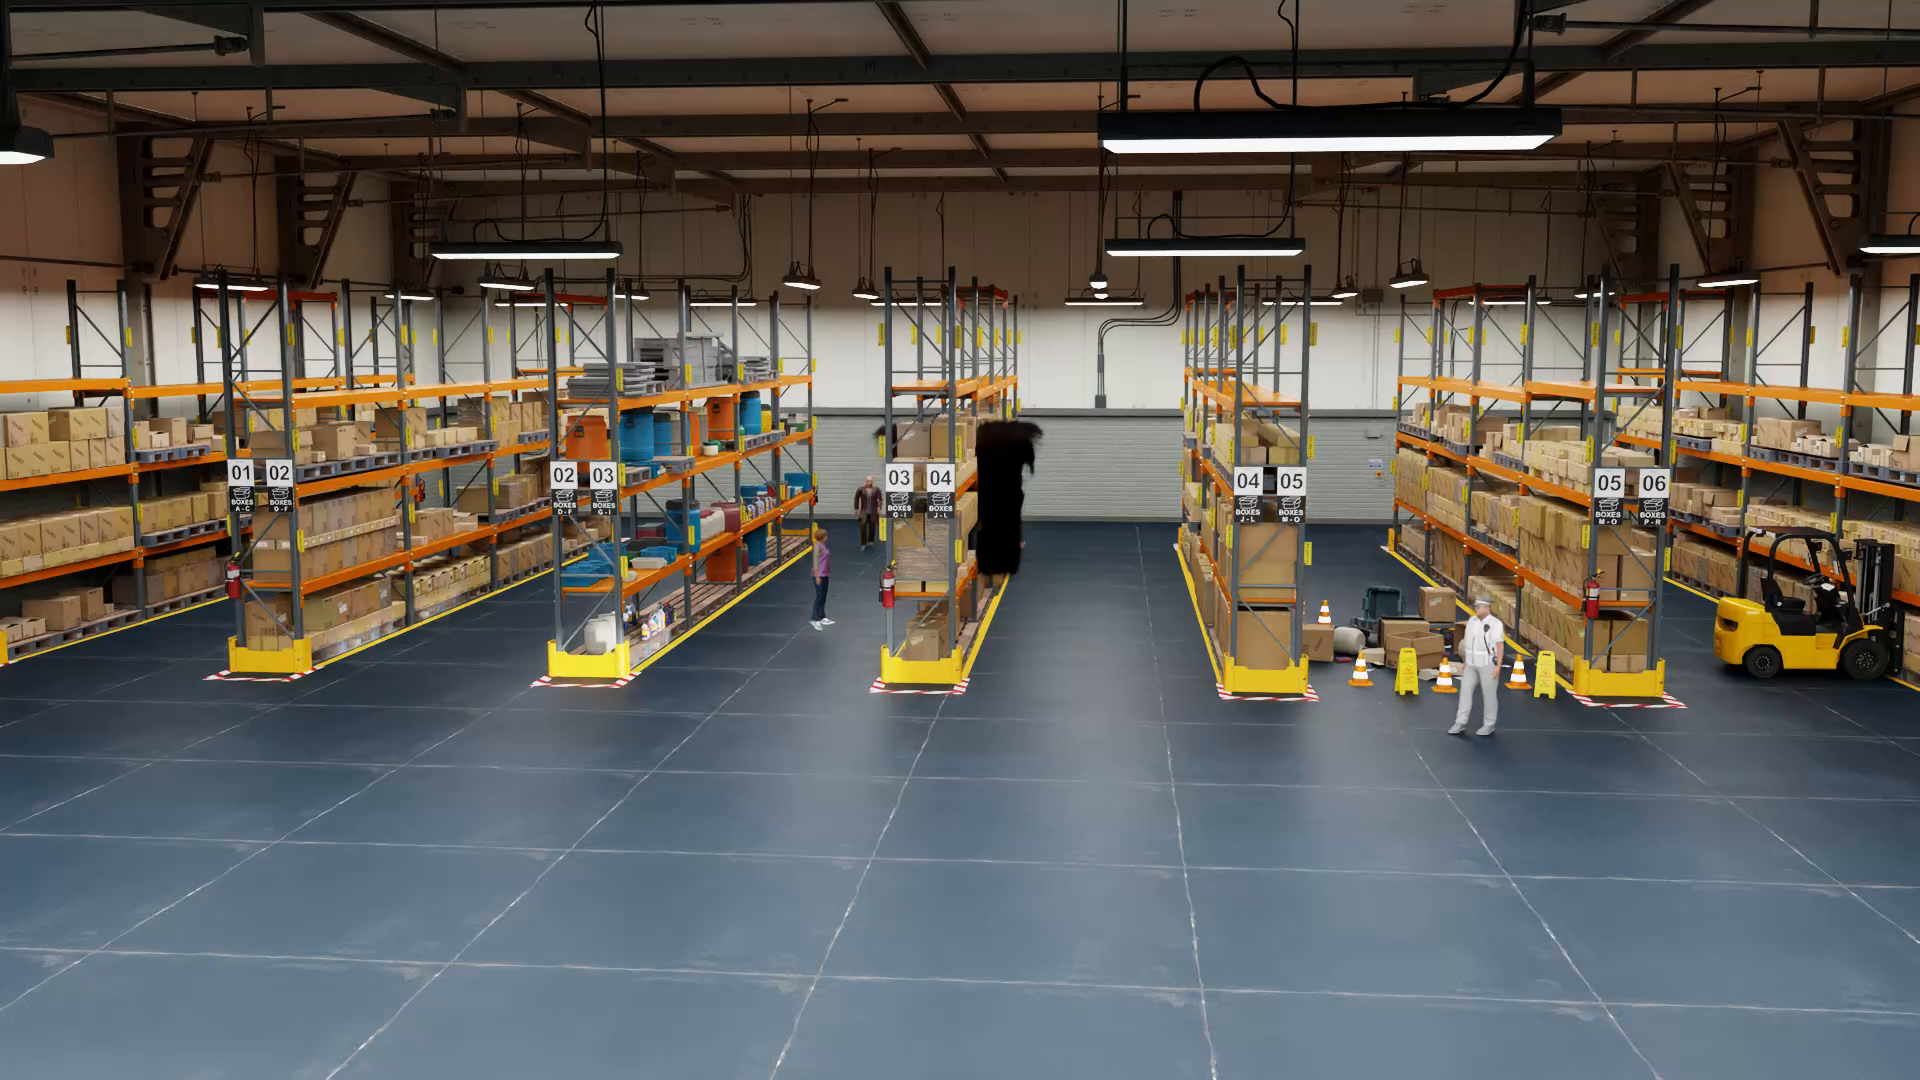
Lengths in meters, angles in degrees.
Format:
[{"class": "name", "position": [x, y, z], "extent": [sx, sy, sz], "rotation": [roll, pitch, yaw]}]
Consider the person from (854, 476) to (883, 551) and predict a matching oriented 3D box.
[{"class": "person", "position": [-2.182, -0.626, 39.605], "extent": [0.702, 1.812, 0.936], "rotation": [0, 7, 4]}]

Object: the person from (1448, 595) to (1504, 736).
[{"class": "person", "position": [6.532, 1.585, 21.004], "extent": [0.560, 1.786, 0.549], "rotation": [-6, 9, -38]}]

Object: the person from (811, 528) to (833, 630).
[{"class": "person", "position": [-2.270, 0.624, 27.321], "extent": [0.346, 1.650, 0.483], "rotation": [3, 7, 20]}]
